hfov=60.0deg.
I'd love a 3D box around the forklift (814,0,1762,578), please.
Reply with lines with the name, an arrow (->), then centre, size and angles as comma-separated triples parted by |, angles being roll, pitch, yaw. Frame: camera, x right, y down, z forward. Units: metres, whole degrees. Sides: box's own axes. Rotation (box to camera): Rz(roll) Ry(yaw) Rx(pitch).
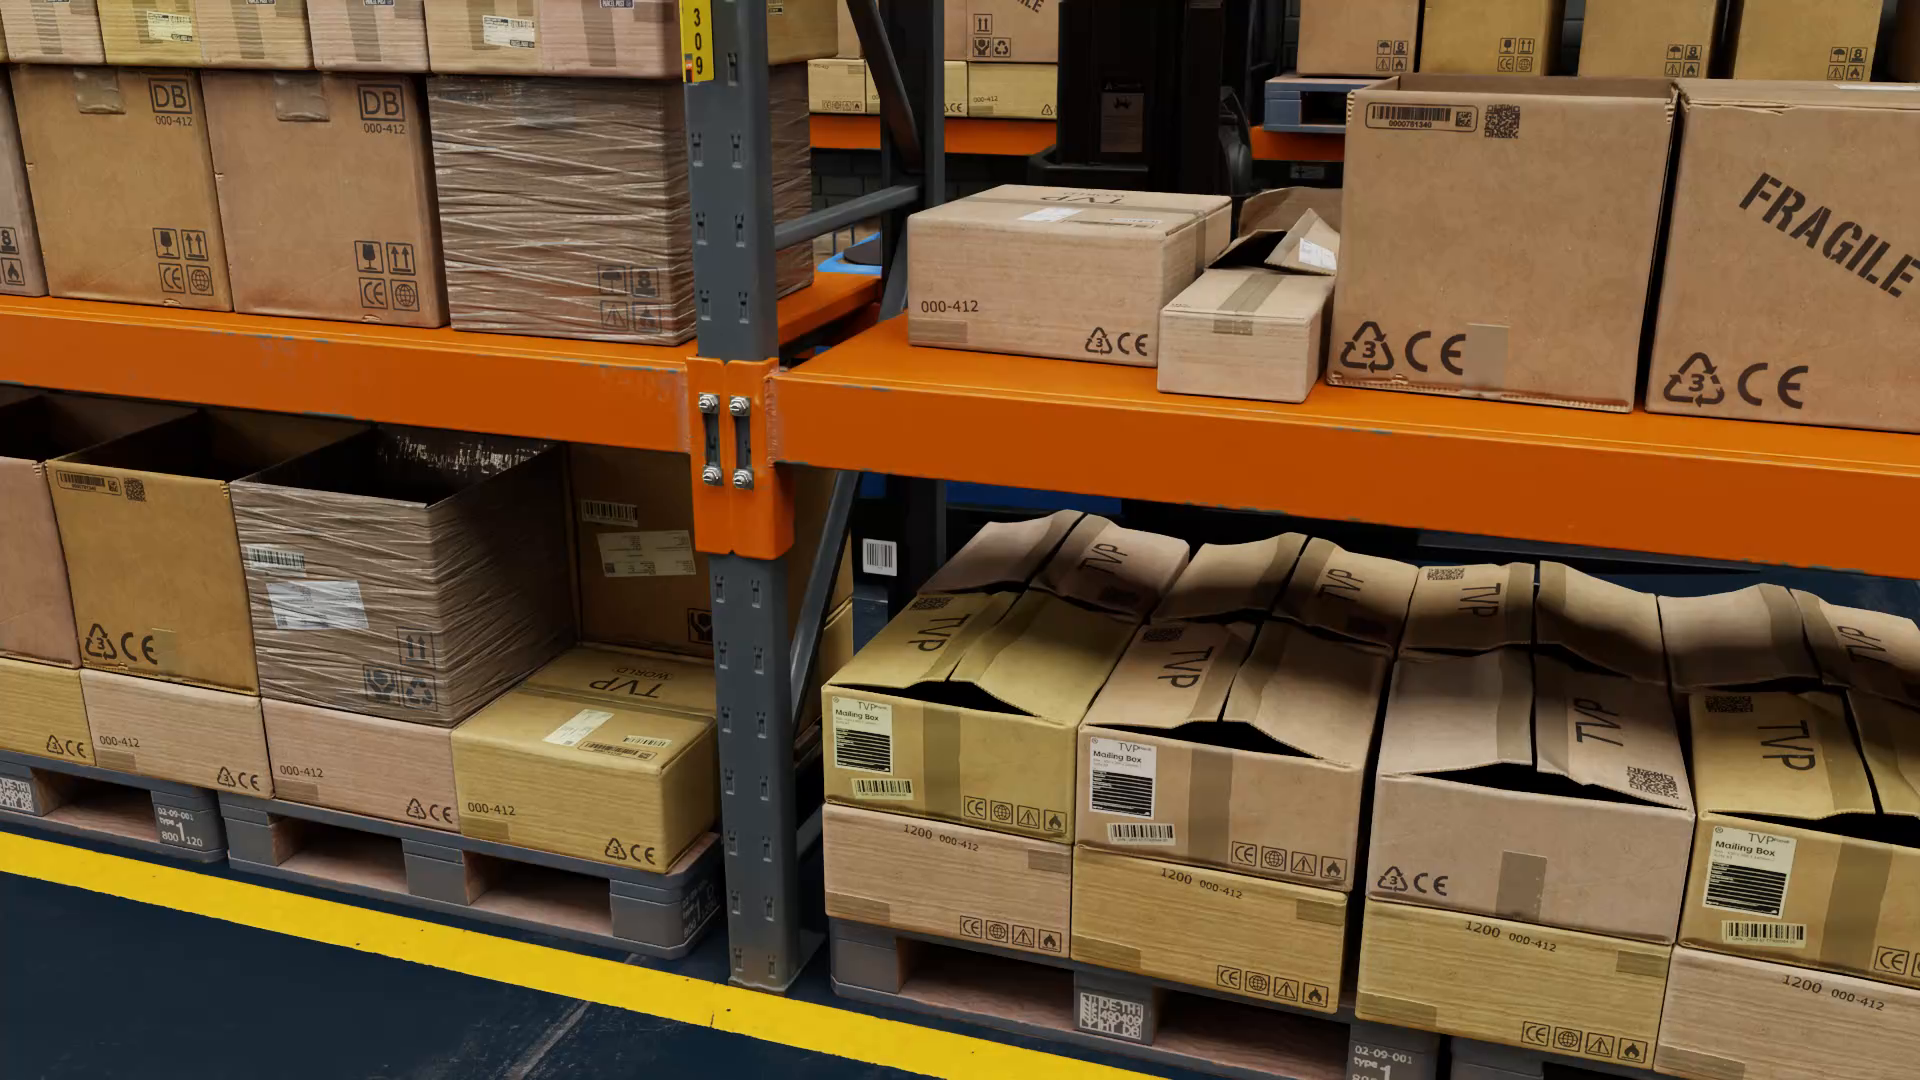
forklift -> 1.078, -1.300, 5.354 | 3.031, 2.935, 1.130 | 4, 20, 13

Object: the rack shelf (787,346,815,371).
rack shelf -> -0.495, -0.675, 5.960 | 0.180, 0.103, 0.258 | 4, 20, 13

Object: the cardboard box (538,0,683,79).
cardboard box -> -0.581, -0.961, 3.137 | 0.250, 0.149, 0.380 | 7, 20, 18

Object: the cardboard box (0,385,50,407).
cardboard box -> -2.650, -0.100, 4.206 | 0.500, 0.500, 0.500 | 7, 20, 18

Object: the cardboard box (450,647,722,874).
cardboard box -> -0.764, 0.474, 3.700 | 0.500, 0.250, 0.500 | 7, 20, 18

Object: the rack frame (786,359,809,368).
rack frame -> -0.584, -0.611, 6.005 | 0.006, 1.200, 0.240 | 4, 20, 13

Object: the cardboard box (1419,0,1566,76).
cardboard box -> 2.363, -2.312, 7.331 | 0.500, 0.500, 0.700 | 9, 21, 24

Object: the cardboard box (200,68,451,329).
cardboard box -> -1.176, -0.792, 3.640 | 0.500, 0.500, 0.700 | 6, 20, 17

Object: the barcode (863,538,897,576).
barcode -> -0.150, 0.032, 3.098 | 0.075, 0.075, 0.001 | 7, 20, 18

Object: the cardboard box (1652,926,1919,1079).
cardboard box -> 1.498, 0.742, 2.929 | 0.500, 0.250, 0.500 | 7, 20, 19

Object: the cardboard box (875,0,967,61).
cardboard box -> -0.126, -2.542, 7.871 | 0.500, 0.500, 0.500 | 6, 20, 16

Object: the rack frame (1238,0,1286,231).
rack frame -> 1.368, -2.185, 7.787 | 0.127, 3.000, 1.000 | 7, 20, 18

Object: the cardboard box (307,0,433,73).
cardboard box -> -1.062, -1.015, 3.295 | 0.250, 0.149, 0.380 | 6, 20, 16

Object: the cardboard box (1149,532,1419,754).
cardboard box -> 0.716, 0.200, 3.633 | 0.500, 0.311, 0.500 | 7, 20, 20

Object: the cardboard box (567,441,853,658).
cardboard box -> -0.589, -0.046, 4.050 | 0.500, 0.500, 0.500 | 7, 20, 18

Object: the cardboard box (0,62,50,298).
cardboard box -> -2.133, -0.903, 3.957 | 0.500, 0.500, 0.700 | 7, 20, 20

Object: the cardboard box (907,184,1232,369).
cardboard box -> 0.225, -0.534, 3.278 | 0.500, 0.250, 0.500 | 8, 21, 21

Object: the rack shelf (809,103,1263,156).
rack shelf -> -0.521, -2.061, 8.525 | 4.000, 0.370, 1.077 | 7, 20, 18

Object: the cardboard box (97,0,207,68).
cardboard box -> -1.542, -1.071, 3.454 | 0.250, 0.149, 0.380 | 6, 20, 18

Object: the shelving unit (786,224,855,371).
shelving unit -> -0.495, -0.604, 5.985 | 0.189, 1.200, 0.258 | 4, 20, 13

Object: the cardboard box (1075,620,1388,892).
cardboard box -> 0.526, 0.369, 3.148 | 0.500, 0.311, 0.500 | 6, 20, 17

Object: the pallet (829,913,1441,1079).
pallet -> 0.455, 0.740, 3.633 | 1.213, 0.211, 1.003 | 7, 20, 18

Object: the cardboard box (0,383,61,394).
cardboard box -> -2.479, -0.262, 4.669 | 0.500, 0.500, 0.500 | 7, 20, 18

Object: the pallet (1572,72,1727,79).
pallet -> 3.263, -1.863, 7.156 | 1.213, 0.211, 1.003 | 7, 20, 18

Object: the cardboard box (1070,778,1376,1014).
cardboard box -> 0.528, 0.632, 3.245 | 0.500, 0.250, 0.500 | 7, 20, 19

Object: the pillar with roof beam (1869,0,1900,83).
pillar with roof beam -> 2.790, -3.657, 2.895 | 0.400, 9.000, 9.100 | 7, 20, 18

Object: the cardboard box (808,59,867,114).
cardboard box -> -0.603, -2.240, 8.144 | 0.500, 0.250, 0.500 | 7, 20, 19

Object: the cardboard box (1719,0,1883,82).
cardboard box -> 3.515, -2.183, 6.962 | 0.500, 0.500, 0.700 | 7, 20, 18

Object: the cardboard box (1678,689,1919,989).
cardboard box -> 1.507, 0.479, 2.833 | 0.500, 0.311, 0.500 | 7, 20, 20

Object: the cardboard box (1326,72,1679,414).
cardboard box -> 0.964, -0.547, 2.935 | 0.500, 0.500, 0.500 | 8, 21, 22

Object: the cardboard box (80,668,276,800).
cardboard box -> -1.710, 0.367, 4.005 | 0.500, 0.250, 0.500 | 7, 20, 18

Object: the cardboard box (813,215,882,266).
cardboard box -> -0.571, -1.385, 8.622 | 0.500, 0.500, 0.700 | 5, 20, 15

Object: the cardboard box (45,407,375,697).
cardboard box -> -1.706, 0.009, 3.893 | 0.500, 0.500, 0.500 | 7, 20, 18

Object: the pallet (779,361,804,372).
pallet -> -0.434, -1.061, 8.799 | 1.213, 0.211, 1.003 | 7, 20, 18

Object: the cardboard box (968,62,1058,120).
cardboard box -> 0.353, -2.137, 7.847 | 0.500, 0.250, 0.500 | 7, 20, 18

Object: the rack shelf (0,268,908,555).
rack shelf -> -2.143, -0.521, 4.106 | 4.000, 0.370, 1.077 | 7, 20, 18

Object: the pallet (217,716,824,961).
pallet -> -0.992, 0.573, 4.110 | 1.213, 0.211, 1.003 | 7, 20, 18

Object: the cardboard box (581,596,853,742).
cardboard box -> -0.593, 0.311, 4.165 | 0.500, 0.250, 0.500 | 7, 20, 18

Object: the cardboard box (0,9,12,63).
cardboard box -> -2.032, -1.126, 3.612 | 0.250, 0.149, 0.380 | 7, 20, 20

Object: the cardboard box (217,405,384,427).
cardboard box -> -1.534, -0.154, 4.360 | 0.500, 0.500, 0.500 | 7, 20, 18

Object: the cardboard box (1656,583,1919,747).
cardboard box -> 1.660, 0.310, 3.317 | 0.500, 0.311, 0.500 | 6, 20, 17
